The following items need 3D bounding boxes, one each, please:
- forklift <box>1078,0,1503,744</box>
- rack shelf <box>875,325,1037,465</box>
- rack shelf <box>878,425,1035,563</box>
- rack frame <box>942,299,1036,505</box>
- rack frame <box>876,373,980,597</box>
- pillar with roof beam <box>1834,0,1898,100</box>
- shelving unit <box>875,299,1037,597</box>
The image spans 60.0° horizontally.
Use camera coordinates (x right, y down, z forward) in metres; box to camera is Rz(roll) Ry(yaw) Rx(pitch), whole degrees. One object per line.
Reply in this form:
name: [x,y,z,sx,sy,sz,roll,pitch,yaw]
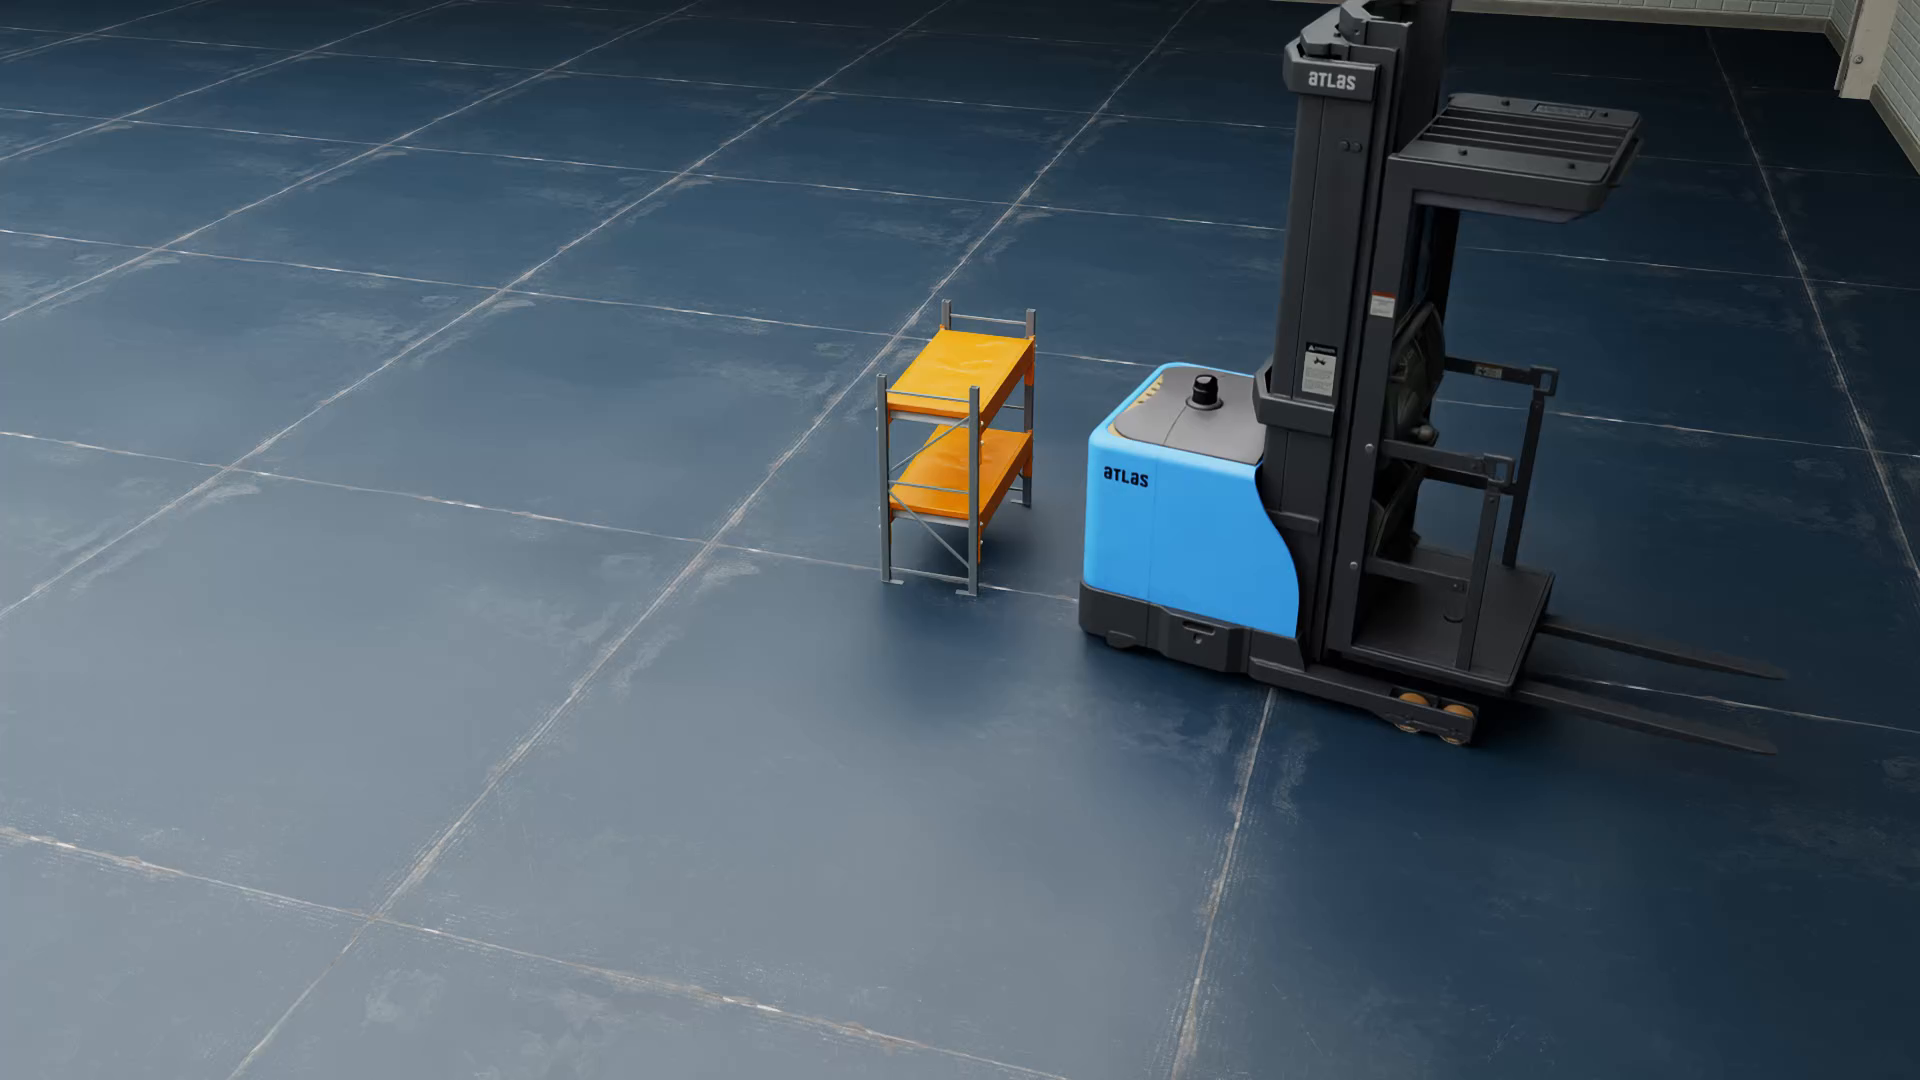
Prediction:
forklift: [2.113,-0.696,6.987,3.031,2.935,1.130,14,32,23]
rack shelf: [-0.002,-0.744,8.329,0.538,0.278,1.000,8,30,15]
rack shelf: [-0.002,-0.275,8.590,0.538,0.278,1.000,8,30,15]
rack frame: [0.147,-0.725,8.896,0.500,1.125,0.032,8,30,15]
rack frame: [-0.151,-0.252,8.046,0.500,1.125,0.032,8,30,15]
pillar with roof beam: [4.963,-9.081,15.818,9.100,9.000,0.400,8,30,15]
shelving unit: [-0.002,-0.488,8.471,0.538,1.125,1.048,8,30,15]
